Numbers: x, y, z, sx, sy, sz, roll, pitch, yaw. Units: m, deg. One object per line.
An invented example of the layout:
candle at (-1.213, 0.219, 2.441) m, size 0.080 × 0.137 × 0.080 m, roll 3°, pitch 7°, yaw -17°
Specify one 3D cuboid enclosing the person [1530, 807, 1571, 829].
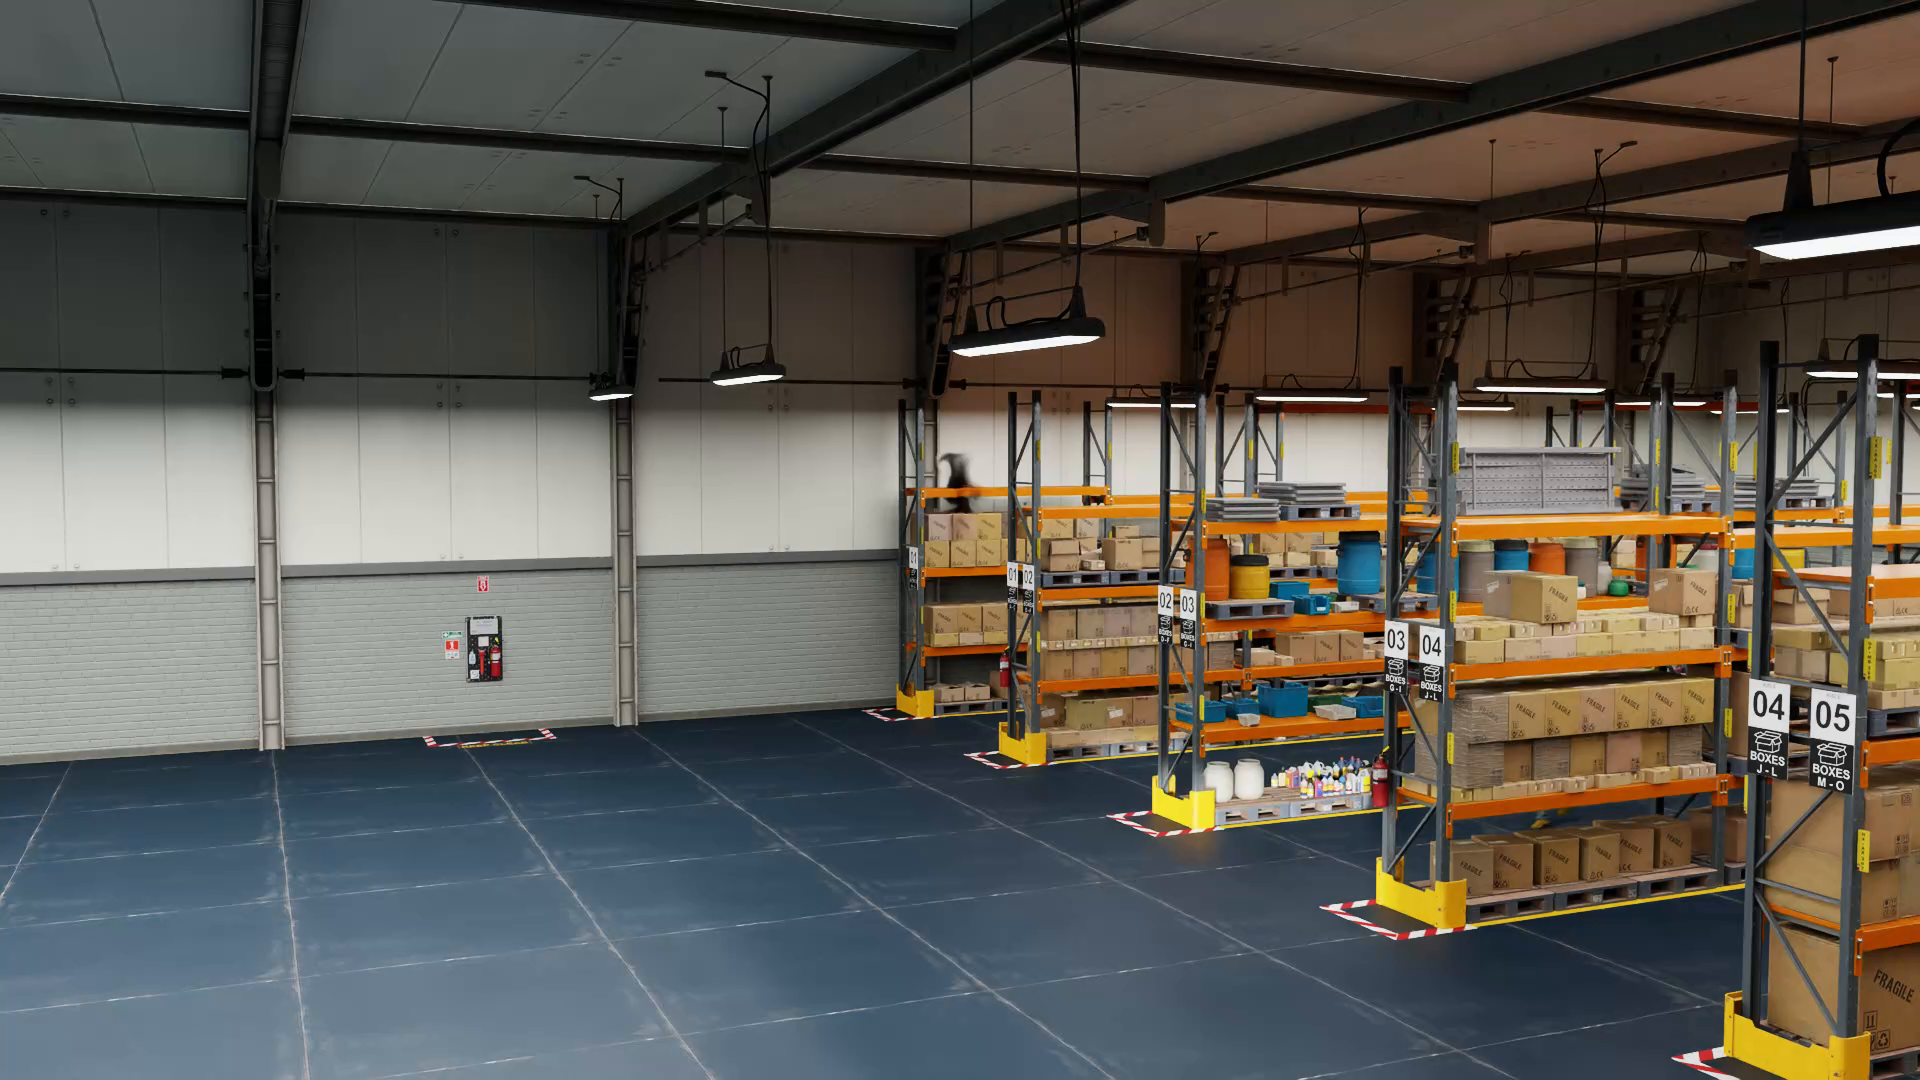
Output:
person at (7.936, 3.061, 22.406) m, size 1.069 × 1.638 × 0.672 m, roll -2°, pitch 4°, yaw -29°
